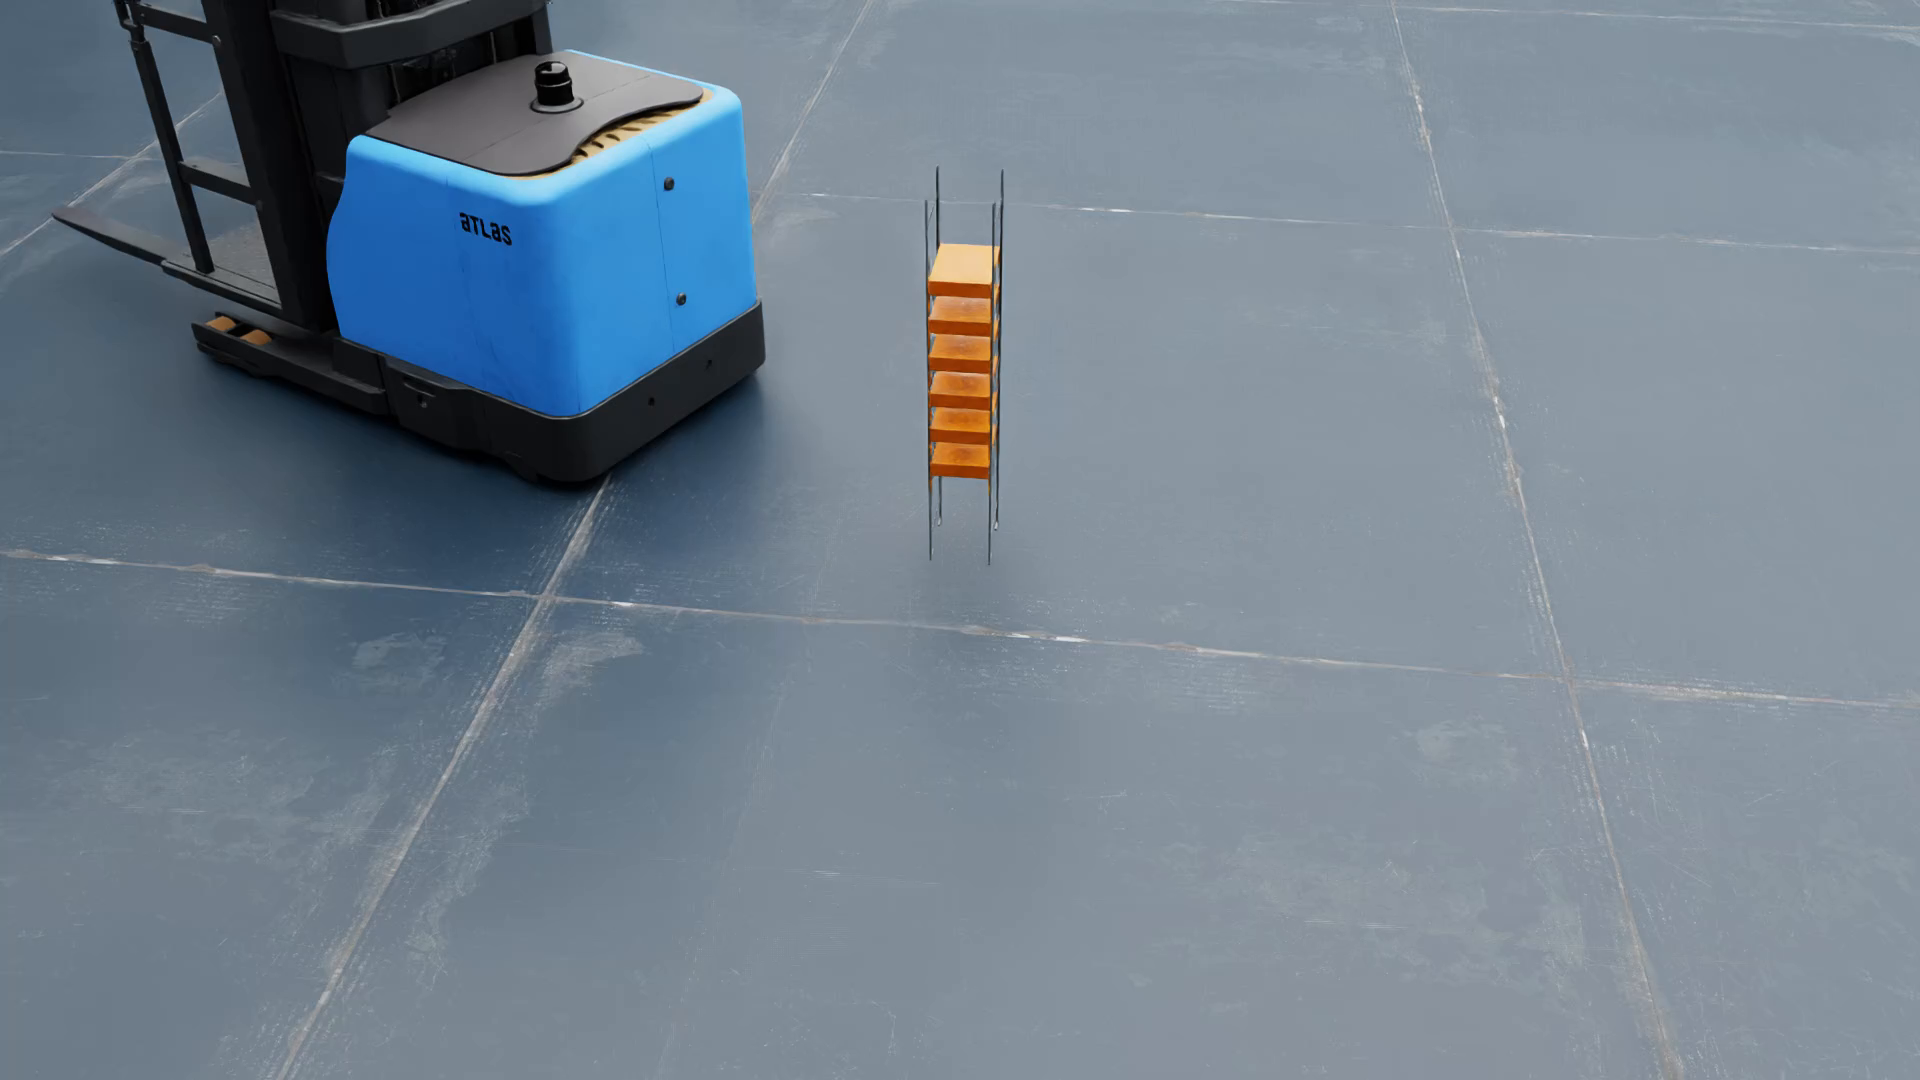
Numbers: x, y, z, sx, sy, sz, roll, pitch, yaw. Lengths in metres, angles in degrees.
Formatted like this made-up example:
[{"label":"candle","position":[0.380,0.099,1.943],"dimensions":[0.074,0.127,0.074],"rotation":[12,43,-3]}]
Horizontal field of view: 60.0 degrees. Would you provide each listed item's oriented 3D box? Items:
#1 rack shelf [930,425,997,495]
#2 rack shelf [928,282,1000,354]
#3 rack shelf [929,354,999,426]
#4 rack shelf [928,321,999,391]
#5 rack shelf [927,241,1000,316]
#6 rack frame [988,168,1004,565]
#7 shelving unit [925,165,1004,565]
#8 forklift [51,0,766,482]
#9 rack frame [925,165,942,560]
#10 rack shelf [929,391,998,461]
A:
[{"label":"rack shelf","position":[0.014,-0.256,5.065],"dimensions":[0.180,0.103,0.258],"rotation":[4,36,6]},{"label":"rack shelf","position":[0.014,-0.646,4.786],"dimensions":[0.180,0.103,0.258],"rotation":[4,36,6]},{"label":"rack shelf","position":[0.014,-0.451,4.926],"dimensions":[0.180,0.103,0.258],"rotation":[4,36,6]},{"label":"rack shelf","position":[0.014,-0.549,4.856],"dimensions":[0.180,0.103,0.258],"rotation":[4,36,6]},{"label":"rack shelf","position":[0.014,-0.744,4.717],"dimensions":[0.180,0.103,0.258],"rotation":[4,36,6]},{"label":"rack frame","position":[0.105,-0.481,4.890],"dimensions":[0.006,1.200,0.240],"rotation":[4,36,6]},{"label":"shelving unit","position":[0.014,-0.487,4.900],"dimensions":[0.189,1.200,0.258],"rotation":[4,36,6]},{"label":"forklift","position":[-2.224,-2.027,5.567],"dimensions":[3.031,2.935,1.130],"rotation":[20,40,26]},{"label":"rack frame","position":[-0.076,-0.494,4.909],"dimensions":[0.006,1.200,0.240],"rotation":[4,36,6]},{"label":"rack shelf","position":[0.014,-0.353,4.995],"dimensions":[0.180,0.103,0.258],"rotation":[4,36,6]}]
